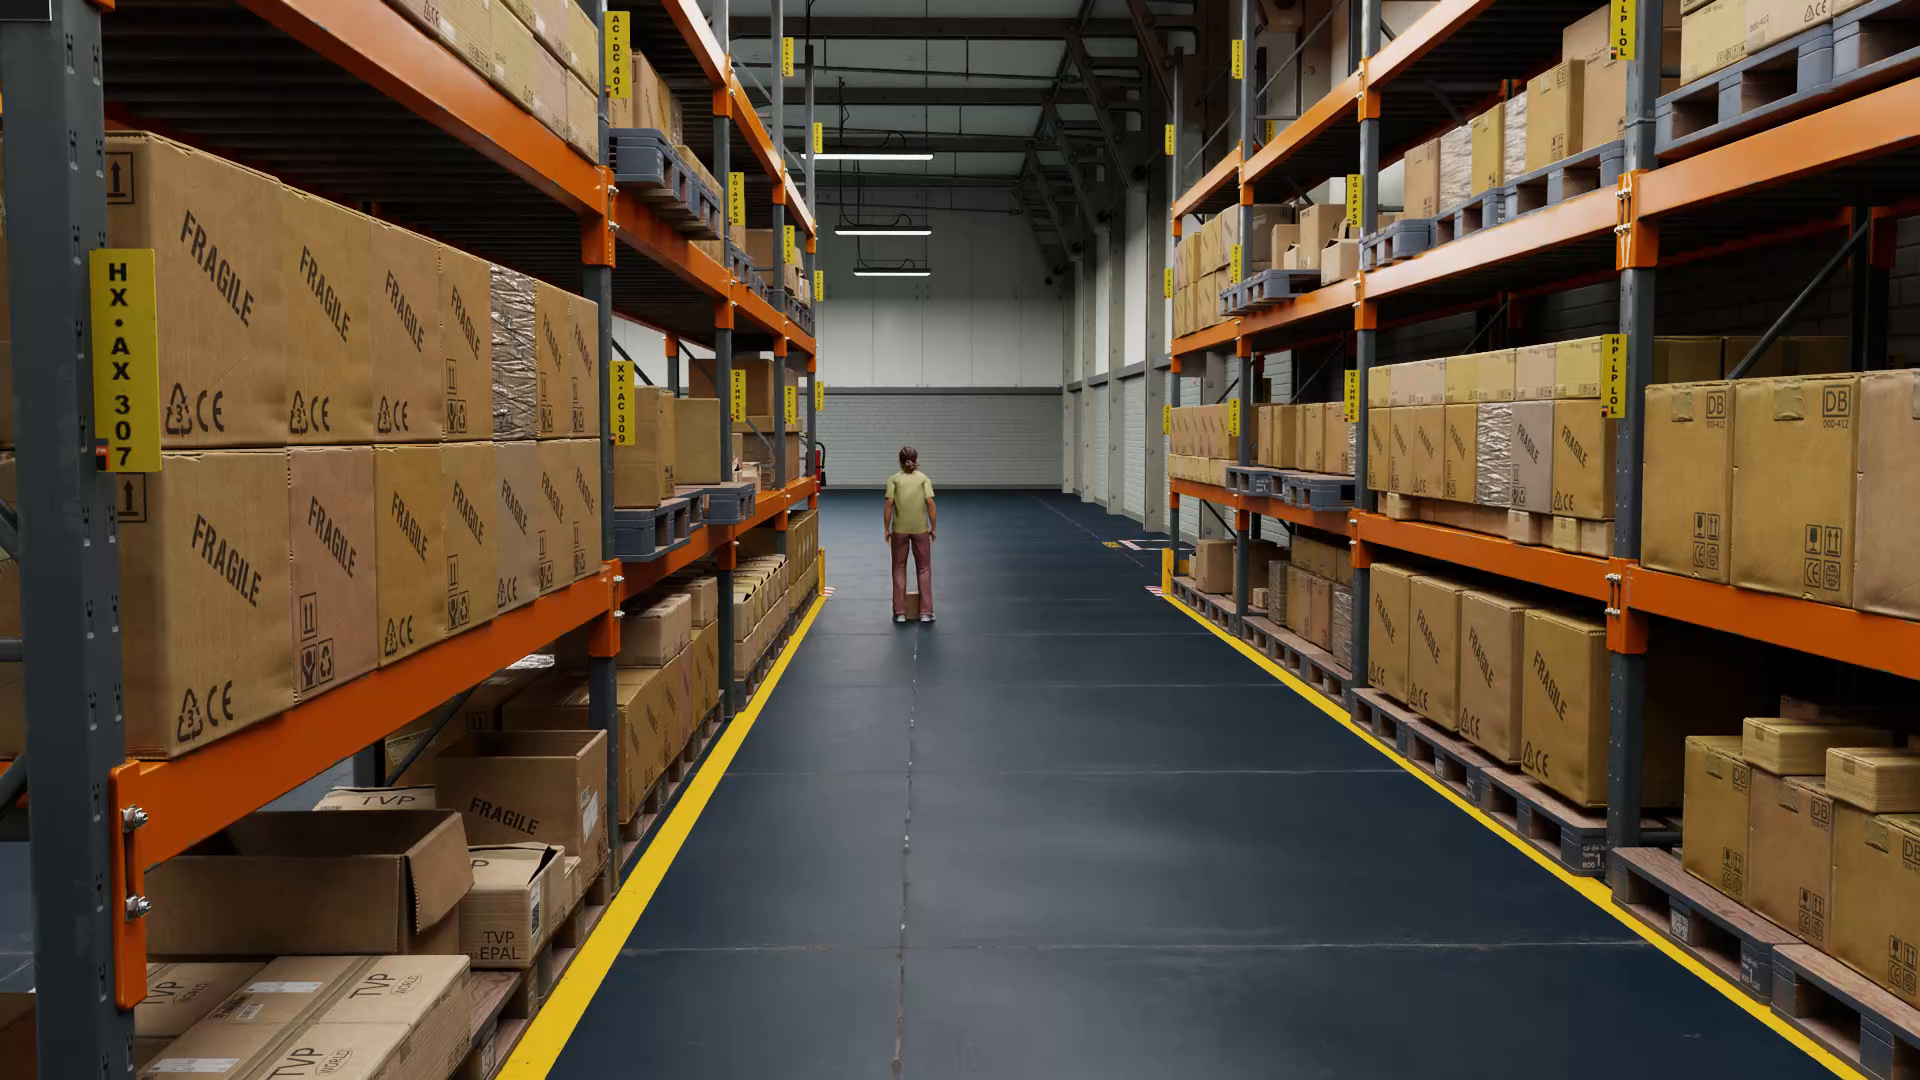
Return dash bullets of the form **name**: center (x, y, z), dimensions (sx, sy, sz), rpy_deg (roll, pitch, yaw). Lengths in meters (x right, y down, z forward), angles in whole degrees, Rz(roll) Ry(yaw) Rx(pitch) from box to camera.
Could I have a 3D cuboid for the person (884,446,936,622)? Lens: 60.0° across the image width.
- **person**: center (-0.476, -0.059, 15.843), dimensions (0.496, 1.672, 0.362), rpy_deg (0, 4, -3)
